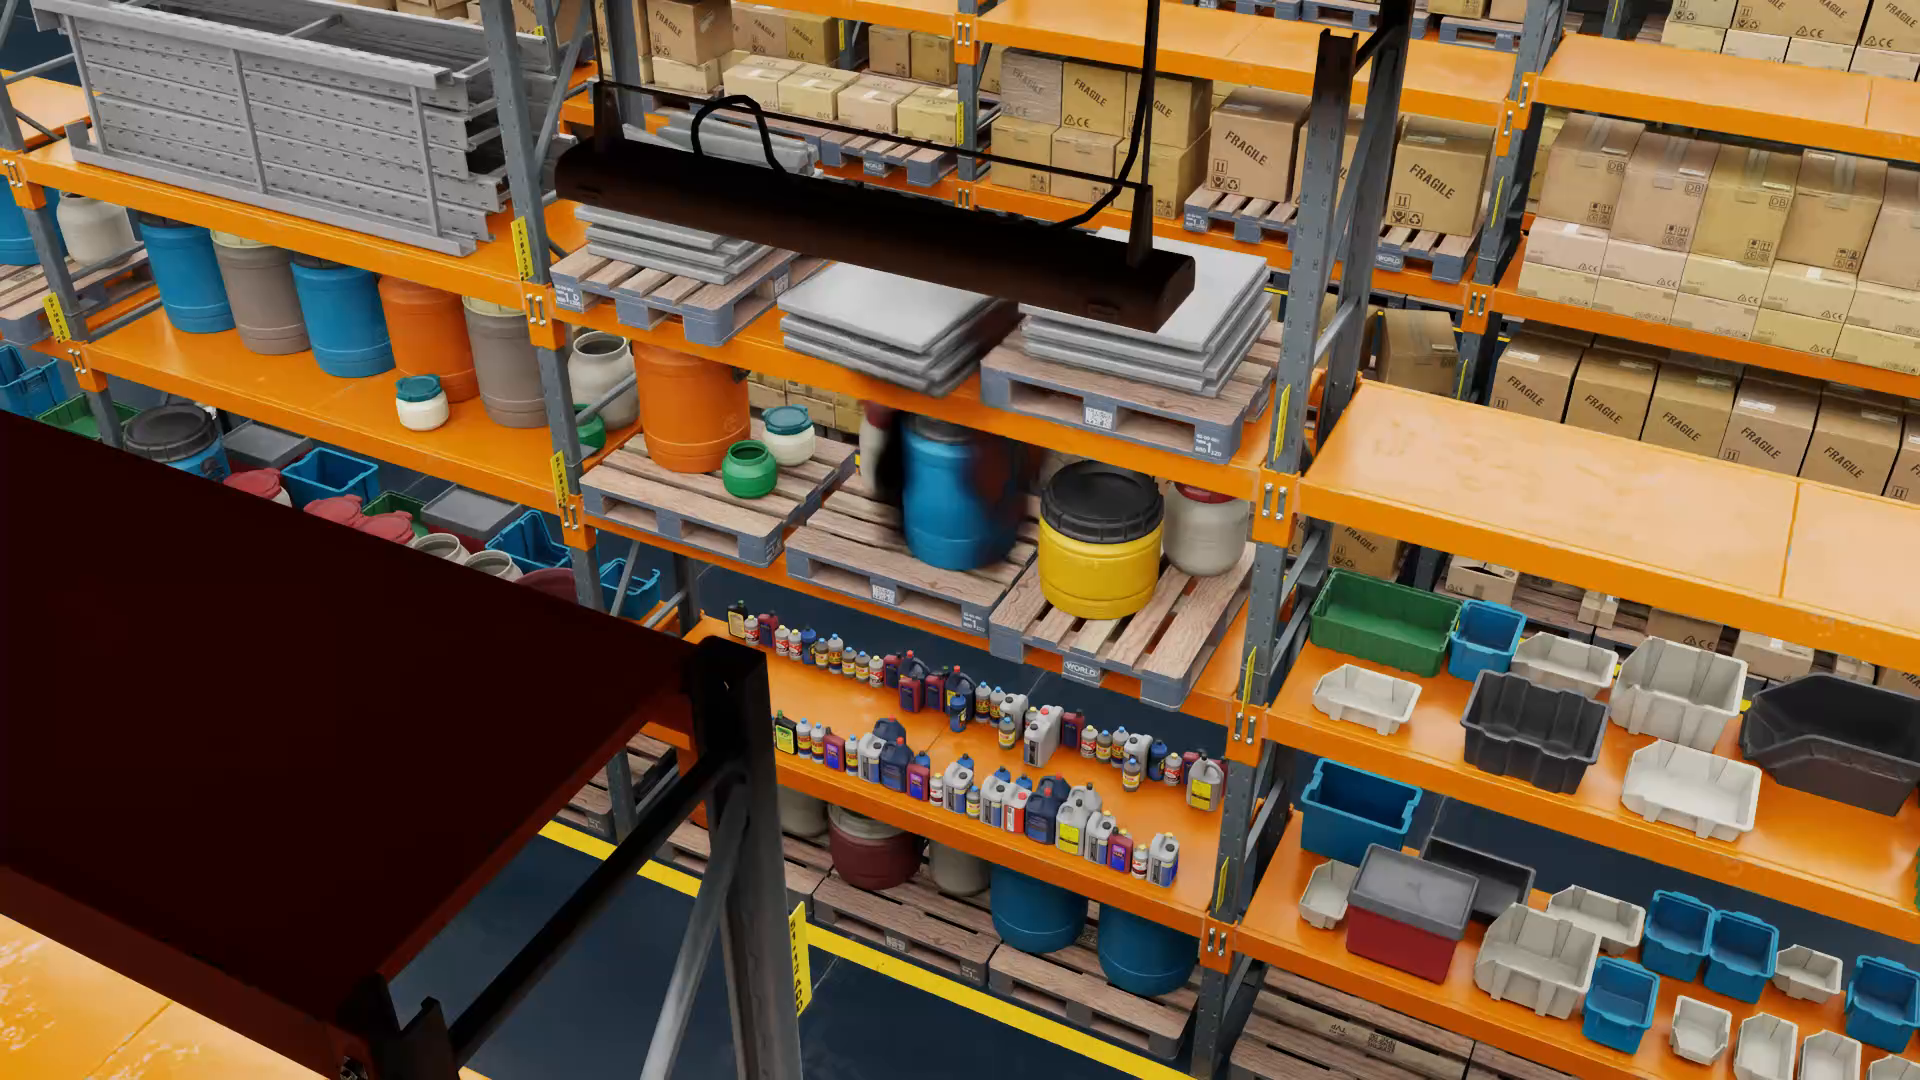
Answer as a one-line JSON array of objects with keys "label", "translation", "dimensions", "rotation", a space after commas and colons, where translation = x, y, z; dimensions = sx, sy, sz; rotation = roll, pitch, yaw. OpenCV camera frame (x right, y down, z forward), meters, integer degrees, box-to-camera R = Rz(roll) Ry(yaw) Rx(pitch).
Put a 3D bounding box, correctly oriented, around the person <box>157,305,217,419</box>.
[{"label": "person", "translation": [-6.999, -1.835, 15.091], "dimensions": [0.517, 1.611, 0.344], "rotation": [7, 36, 10]}]
